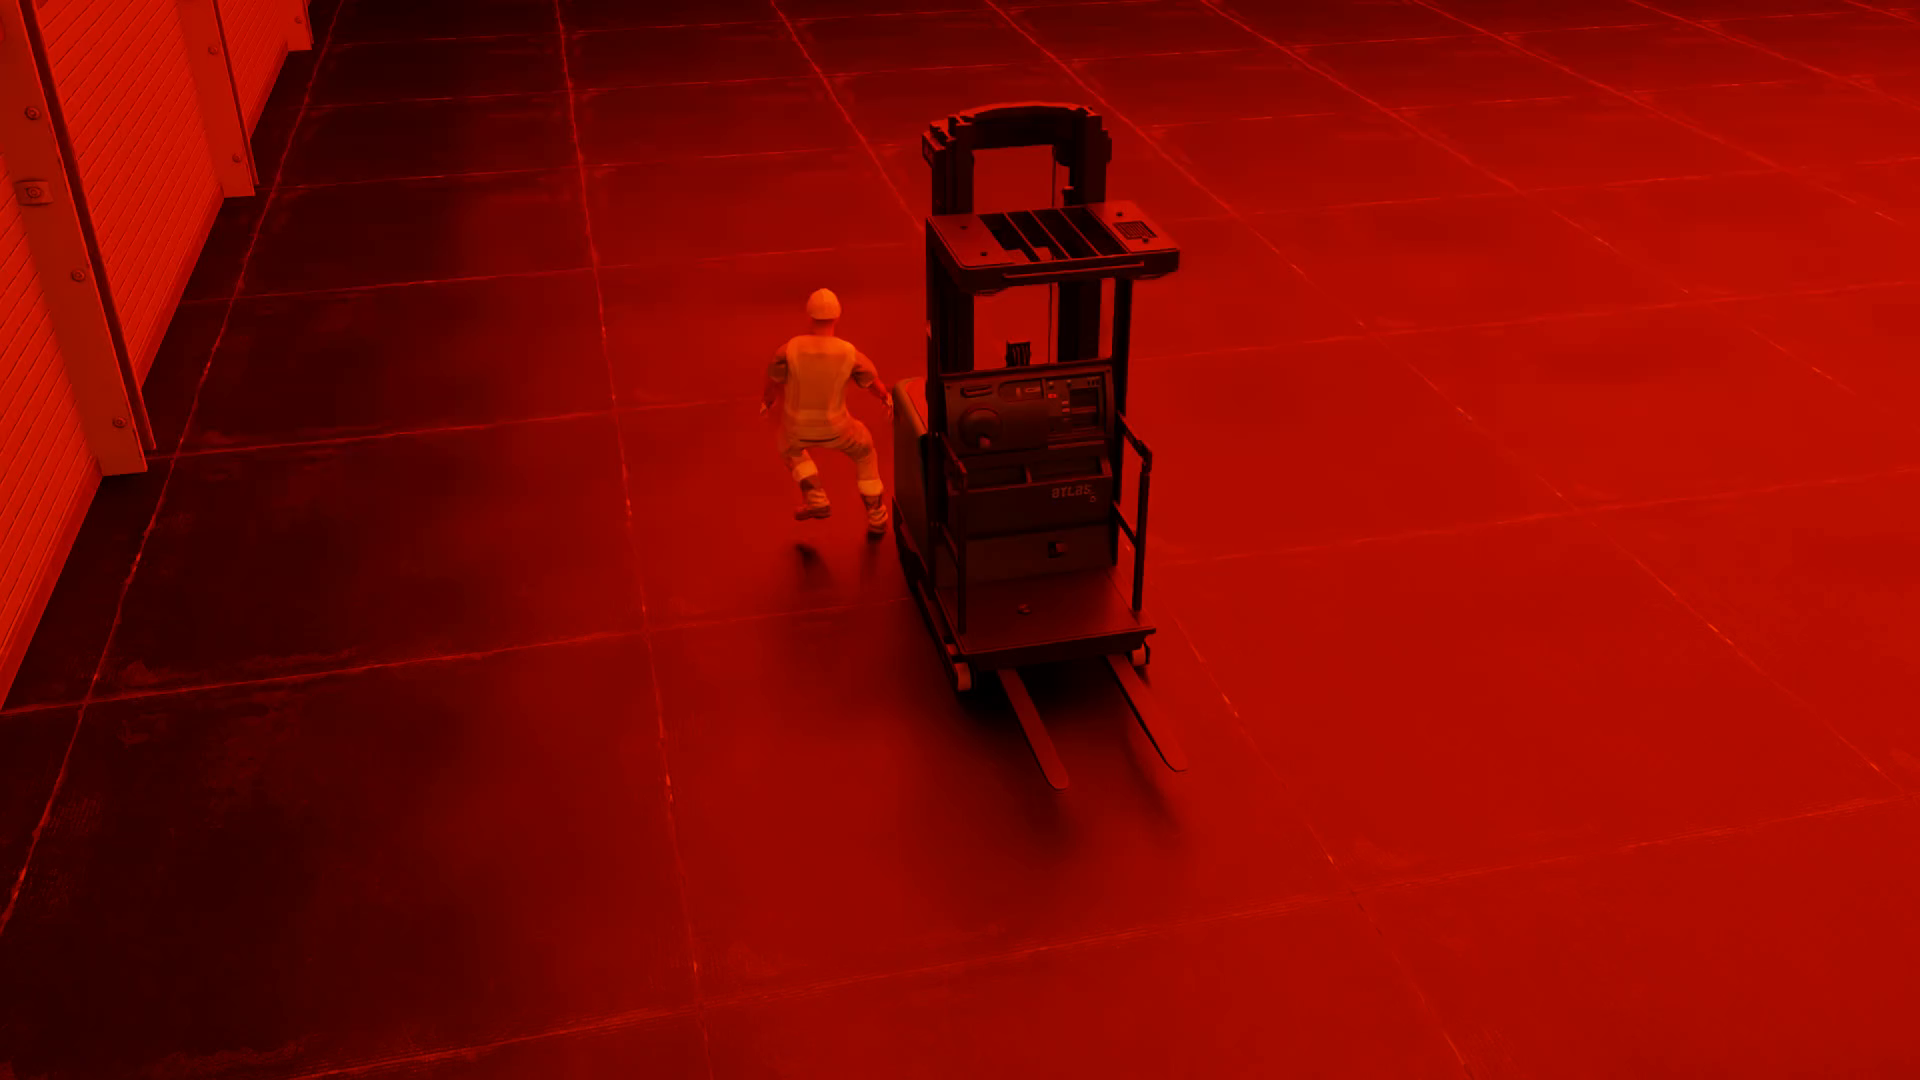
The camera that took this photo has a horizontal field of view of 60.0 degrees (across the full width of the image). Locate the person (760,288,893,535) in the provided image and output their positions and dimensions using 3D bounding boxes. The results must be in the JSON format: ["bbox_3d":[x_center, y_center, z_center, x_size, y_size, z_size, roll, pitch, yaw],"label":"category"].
[{"bbox_3d":[-0.813,-0.765,10.205,0.829,1.701,0.549,-1,30,-1],"label":"person"}]

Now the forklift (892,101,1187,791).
[{"bbox_3d":[0.426,-0.651,8.700,1.130,2.935,3.031,-7,31,-12],"label":"forklift"}]
